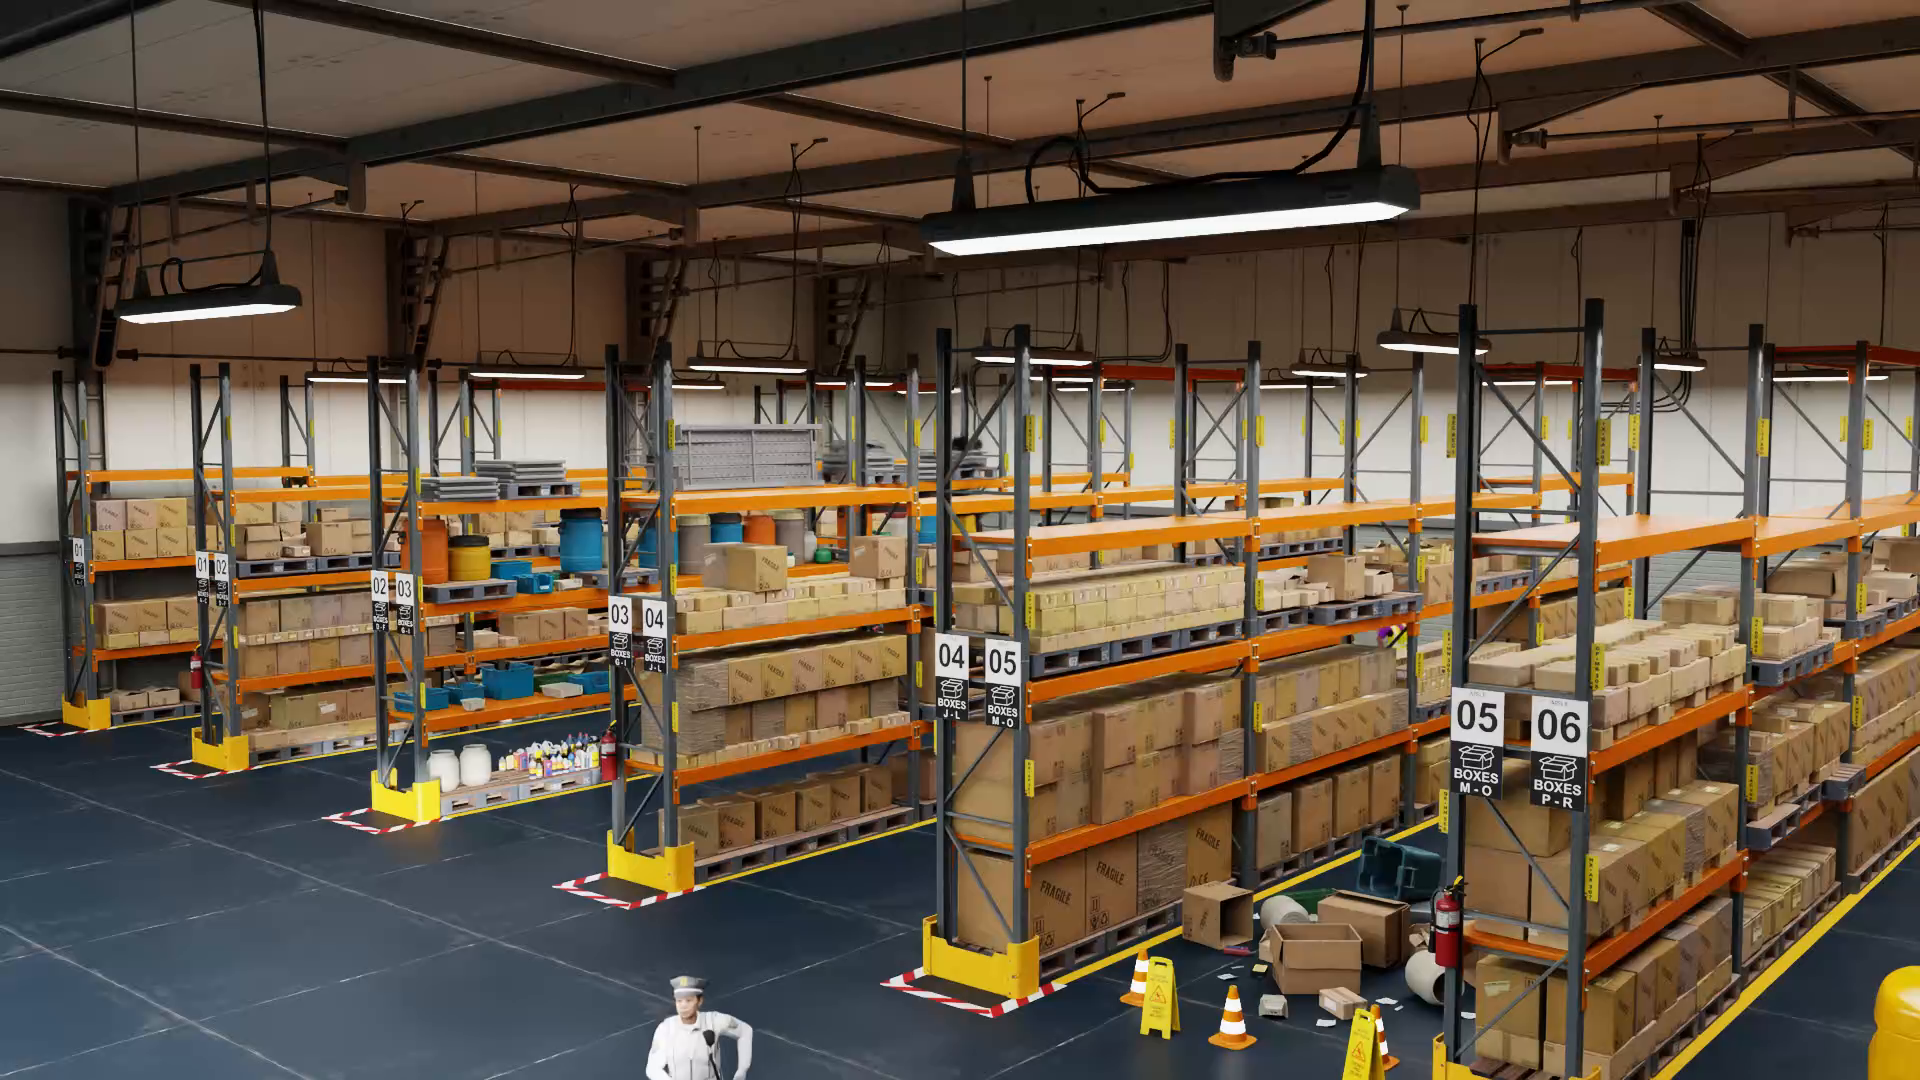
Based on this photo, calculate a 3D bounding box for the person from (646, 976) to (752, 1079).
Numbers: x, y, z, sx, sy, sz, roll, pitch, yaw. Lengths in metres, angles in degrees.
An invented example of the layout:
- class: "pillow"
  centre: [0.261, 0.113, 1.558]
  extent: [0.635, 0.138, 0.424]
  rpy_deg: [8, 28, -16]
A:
- class: "person"
  centre: [-1.656, 3.553, 10.543]
  extent: [0.622, 1.670, 0.827]
  rpy_deg: [0, 4, 3]

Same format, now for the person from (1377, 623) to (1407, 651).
- class: "person"
  centre: [8.095, 2.077, 30.856]
  extent: [0.749, 1.727, 0.781]
  rpy_deg: [-2, 4, -23]
